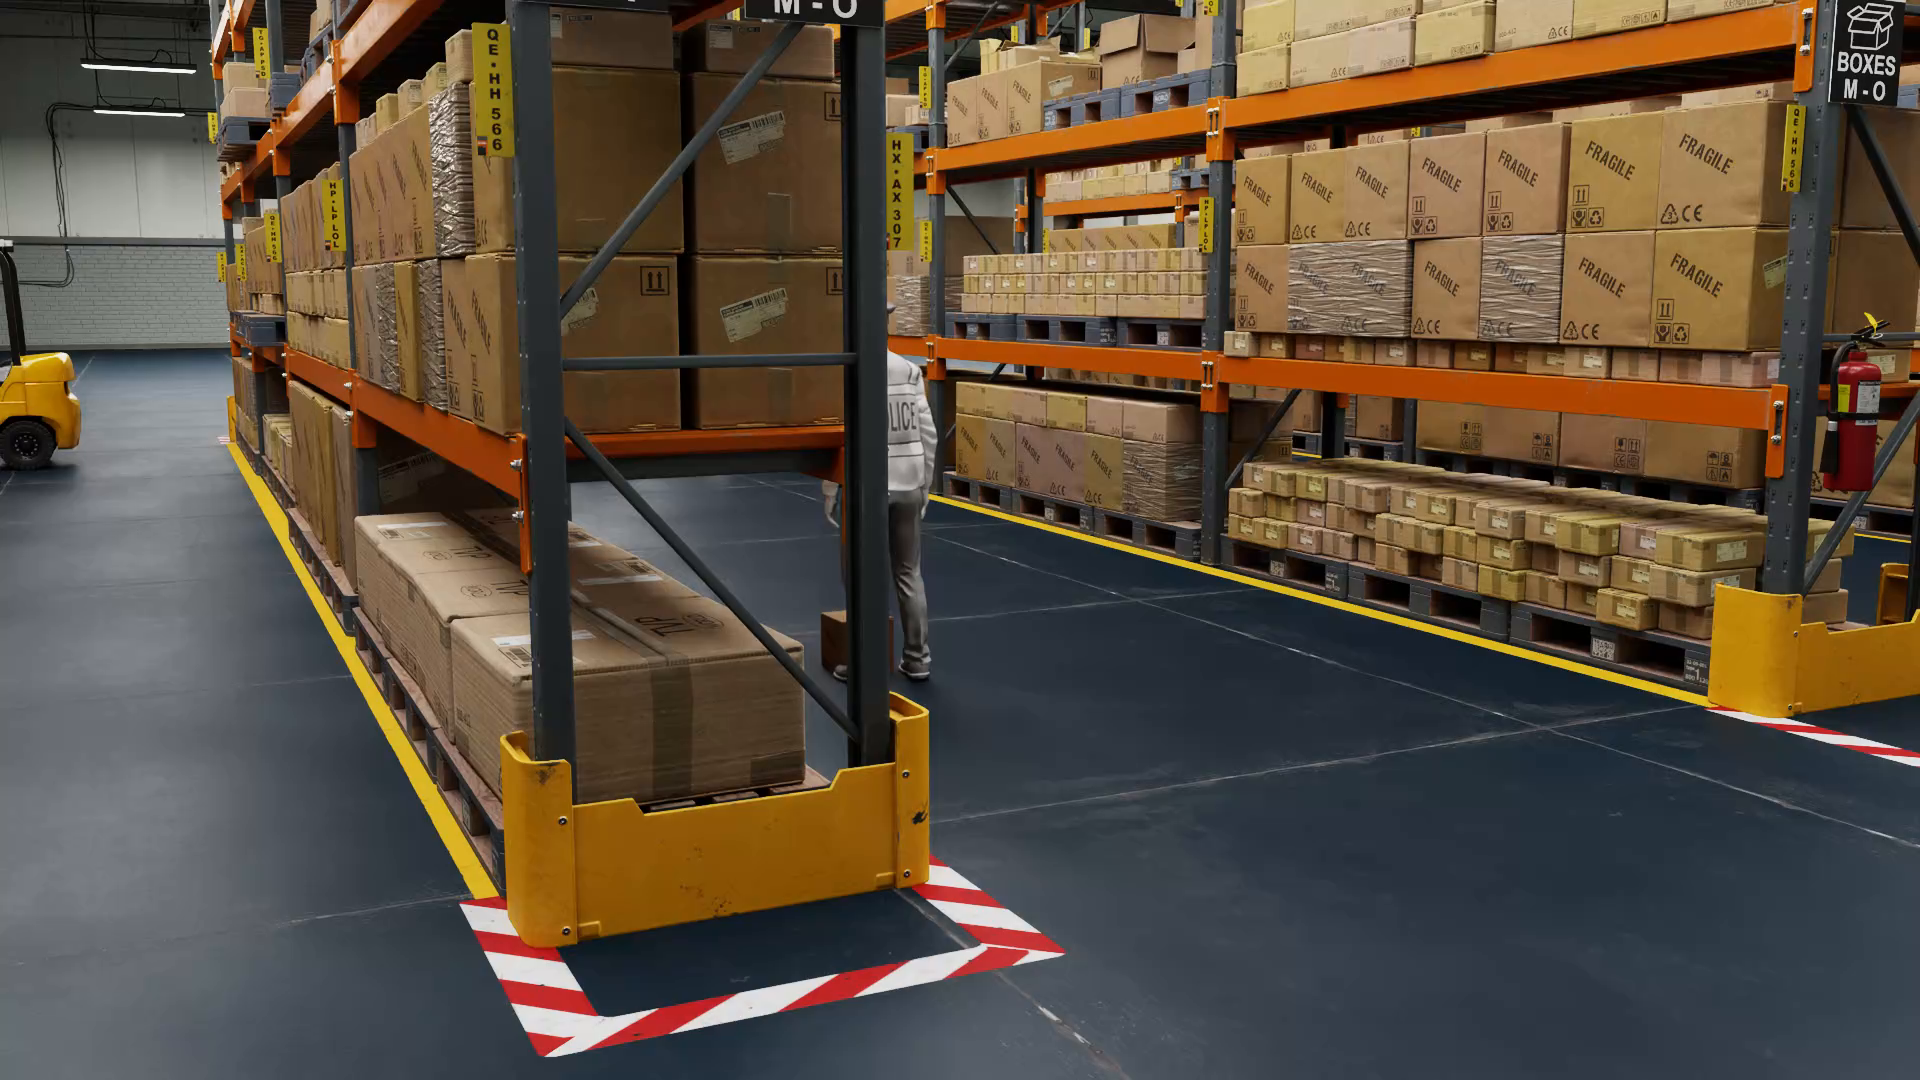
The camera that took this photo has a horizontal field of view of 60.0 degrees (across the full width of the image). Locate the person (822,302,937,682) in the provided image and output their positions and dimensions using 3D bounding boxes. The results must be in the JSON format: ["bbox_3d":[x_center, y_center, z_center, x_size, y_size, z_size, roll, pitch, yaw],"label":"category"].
[{"bbox_3d":[-0.352,-0.204,7.186,0.535,1.662,0.373,-5,10,-29],"label":"person"}]
